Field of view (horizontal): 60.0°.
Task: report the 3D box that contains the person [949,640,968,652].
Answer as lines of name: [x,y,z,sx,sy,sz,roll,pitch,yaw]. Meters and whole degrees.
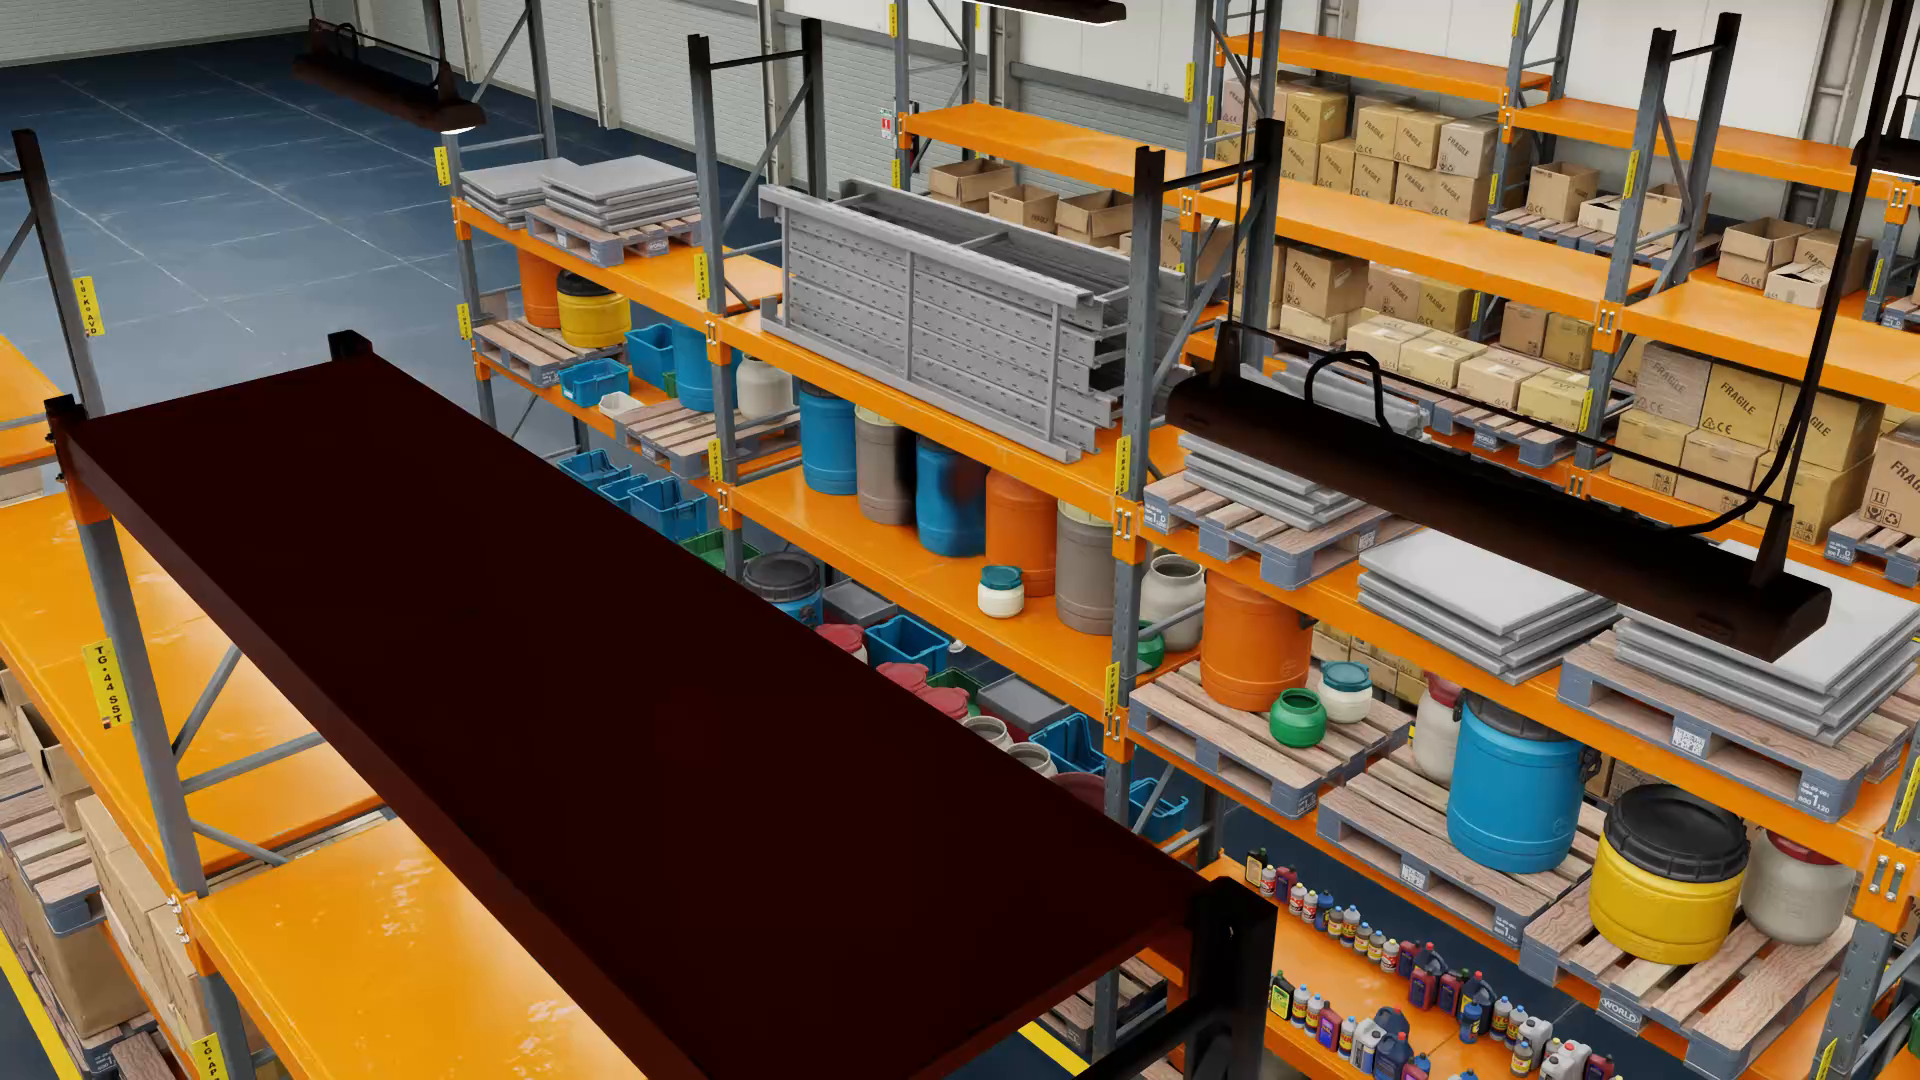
person: [0.007,0.216,15.308,0.510,1.590,0.468,-17,32,-31]
